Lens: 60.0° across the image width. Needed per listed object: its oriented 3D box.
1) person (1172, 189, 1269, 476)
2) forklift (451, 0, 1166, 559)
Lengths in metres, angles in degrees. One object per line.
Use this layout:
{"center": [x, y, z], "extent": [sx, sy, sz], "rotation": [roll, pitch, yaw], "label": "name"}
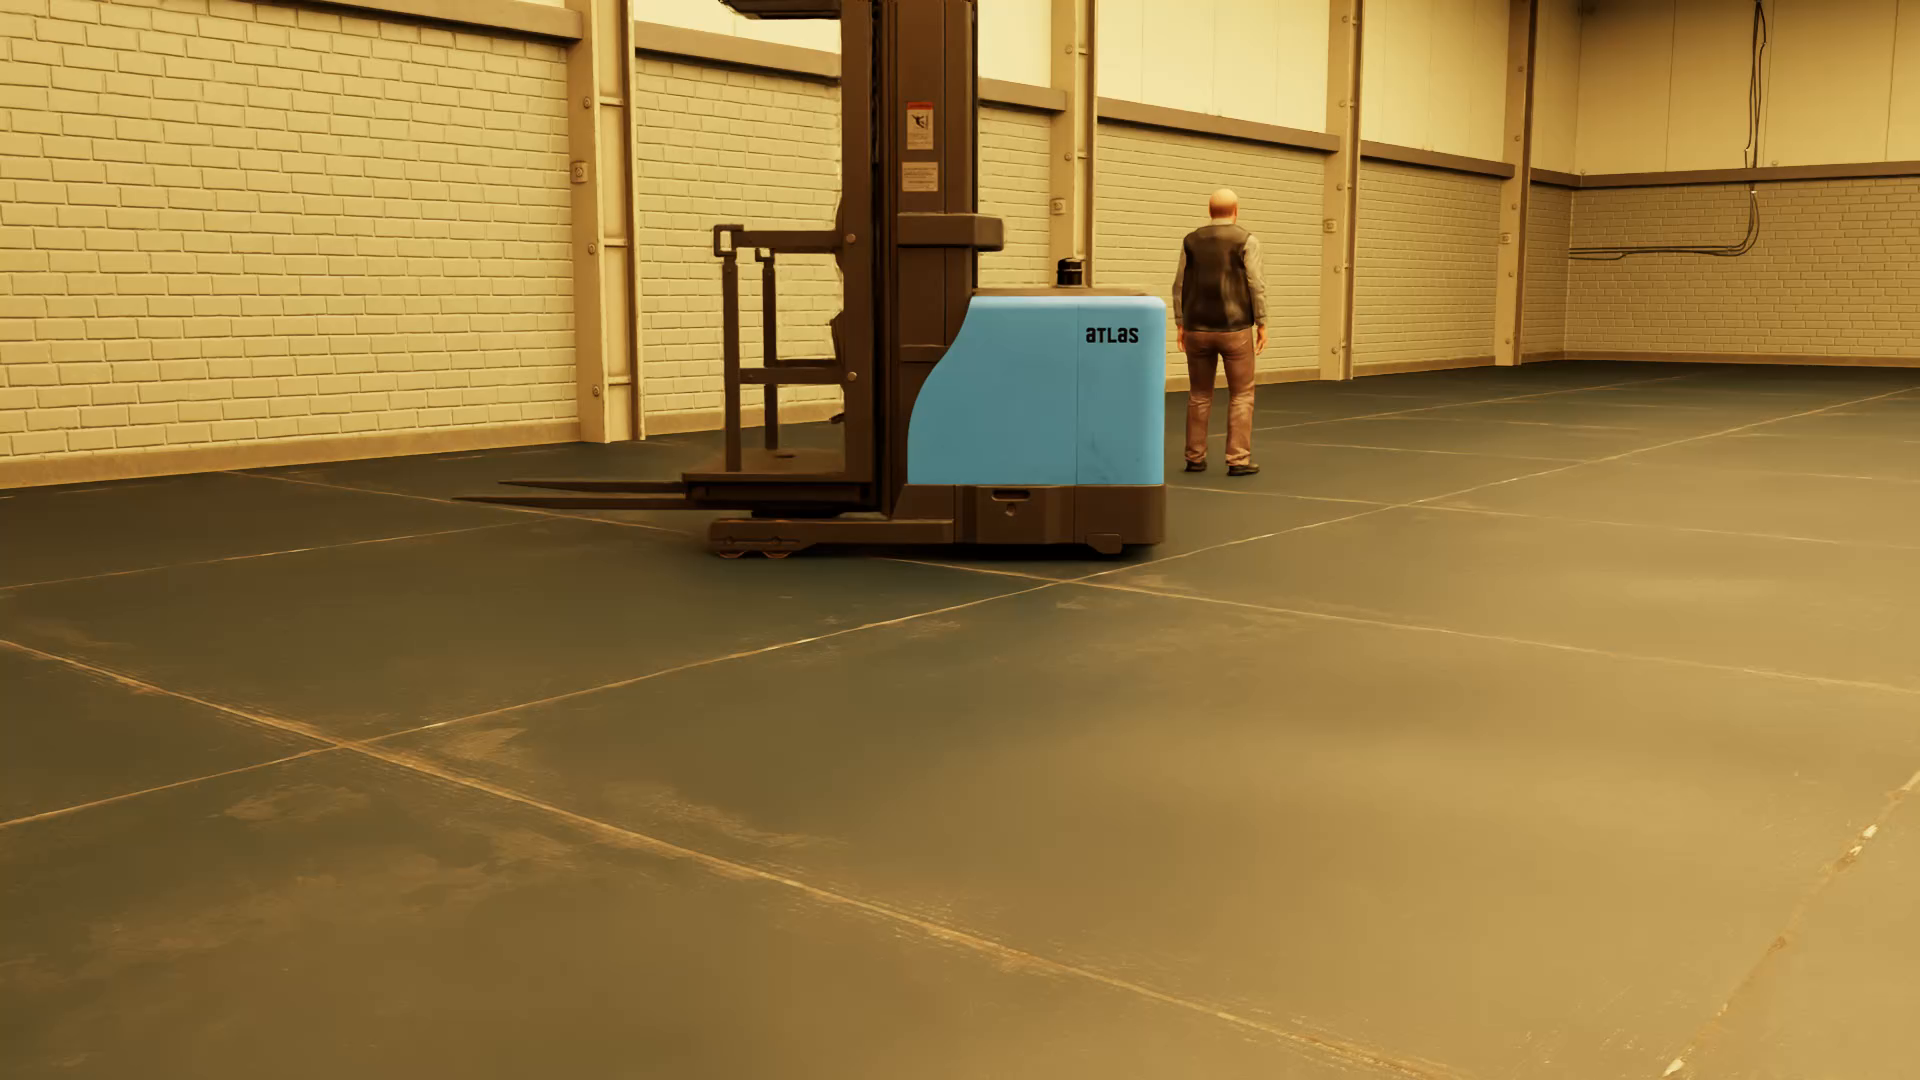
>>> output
{"center": [1.586, -1.260, 10.115], "extent": [0.590, 1.727, 0.451], "rotation": [5, 10, 30], "label": "person"}
{"center": [-0.645, -1.447, 7.171], "extent": [3.031, 2.935, 1.130], "rotation": [0, 8, 3], "label": "forklift"}
